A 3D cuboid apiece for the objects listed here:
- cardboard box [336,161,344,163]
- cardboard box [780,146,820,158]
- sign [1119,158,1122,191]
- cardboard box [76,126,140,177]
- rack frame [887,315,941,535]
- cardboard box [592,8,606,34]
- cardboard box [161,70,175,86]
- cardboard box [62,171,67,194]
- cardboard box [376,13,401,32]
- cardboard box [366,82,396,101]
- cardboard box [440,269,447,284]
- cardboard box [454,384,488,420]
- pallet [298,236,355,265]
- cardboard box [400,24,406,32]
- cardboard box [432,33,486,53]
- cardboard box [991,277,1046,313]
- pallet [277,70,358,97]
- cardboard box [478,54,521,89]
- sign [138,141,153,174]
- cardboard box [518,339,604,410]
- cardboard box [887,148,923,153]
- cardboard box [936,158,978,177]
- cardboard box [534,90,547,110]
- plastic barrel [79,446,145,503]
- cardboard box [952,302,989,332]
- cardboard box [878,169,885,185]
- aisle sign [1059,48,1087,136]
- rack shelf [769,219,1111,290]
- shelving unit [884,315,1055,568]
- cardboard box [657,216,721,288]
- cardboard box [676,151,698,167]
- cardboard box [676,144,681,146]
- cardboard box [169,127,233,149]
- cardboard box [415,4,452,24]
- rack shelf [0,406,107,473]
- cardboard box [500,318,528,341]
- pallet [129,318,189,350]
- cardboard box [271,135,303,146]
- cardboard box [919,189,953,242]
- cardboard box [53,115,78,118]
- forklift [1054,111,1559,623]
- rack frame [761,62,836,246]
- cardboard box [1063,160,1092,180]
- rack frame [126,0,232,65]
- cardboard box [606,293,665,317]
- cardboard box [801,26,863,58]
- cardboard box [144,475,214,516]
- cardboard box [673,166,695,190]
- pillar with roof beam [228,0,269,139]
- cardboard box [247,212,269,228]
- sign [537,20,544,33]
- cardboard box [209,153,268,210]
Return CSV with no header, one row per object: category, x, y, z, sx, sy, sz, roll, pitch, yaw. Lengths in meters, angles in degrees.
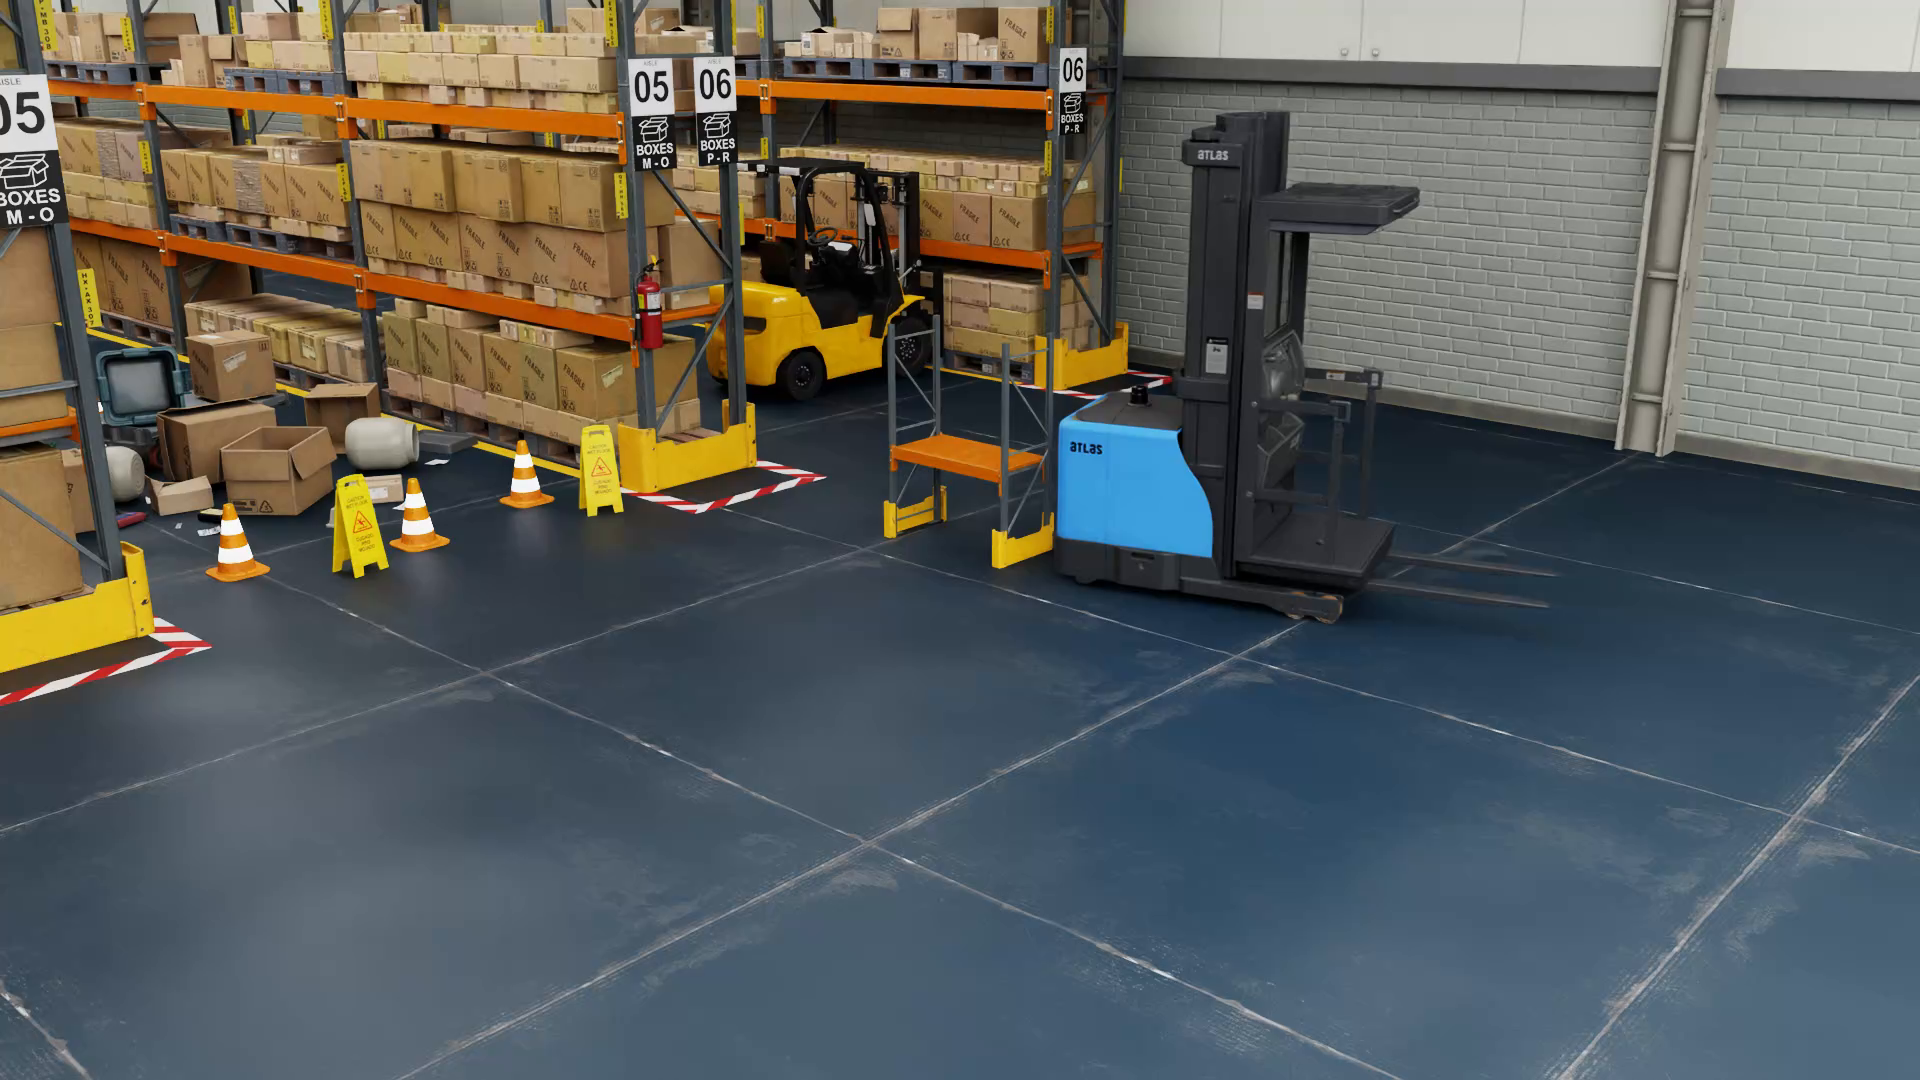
cardboard box,-5.614,-3.383,15.961,0.500,0.500,0.500,15,23,39
cardboard box,-1.745,-4.225,18.237,0.250,0.149,0.380,16,23,40
sign,1.578,-3.629,16.527,0.005,0.325,0.100,15,23,39
cardboard box,-9.387,-4.308,18.410,0.500,0.500,0.500,15,23,39
rack frame,-0.316,-0.800,11.652,0.032,1.500,0.500,15,23,39
cardboard box,-3.955,-6.107,19.912,0.500,0.500,0.700,14,23,38
cardboard box,-7.948,-4.745,17.062,0.250,0.149,0.380,15,23,39
cardboard box,-10.152,-4.149,19.148,0.500,0.250,0.500,15,23,40
cardboard box,-5.629,-4.836,15.661,0.500,0.250,0.500,14,23,38
cardboard box,-4.851,-3.860,14.272,0.250,0.149,0.380,15,23,39
cardboard box,-4.232,-2.289,14.281,0.250,0.149,0.380,15,23,39
cardboard box,-4.011,-1.233,14.391,0.500,0.250,0.500,15,23,39
pallet,-5.554,-2.829,15.884,1.213,0.211,1.003,15,23,39
cardboard box,-7.430,-6.906,22.520,0.250,0.149,0.380,14,23,38
cardboard box,-4.049,-4.038,13.514,0.250,0.149,0.380,15,23,38
cardboard box,0.653,-2.443,16.548,0.500,0.250,0.500,16,24,41
pallet,-5.470,-4.222,15.309,1.003,0.211,1.213,15,23,39
cardboard box,-3.415,-3.677,13.036,0.500,0.250,0.500,16,24,41
sign,-8.436,-3.963,17.225,0.005,0.325,0.100,15,23,39
cardboard box,-3.252,-1.384,13.624,0.500,0.500,0.500,16,24,41
cardboard box,-0.571,-4.158,18.025,0.250,0.149,0.380,15,23,38
cardboard box,-0.027,-3.760,16.772,0.250,0.149,0.380,16,23,41
cardboard box,-3.069,-3.419,12.881,0.250,0.149,0.380,15,23,40
plastic barrel,-6.422,-0.485,12.440,0.512,0.421,0.421,-3,18,-8
cardboard box,0.265,-2.313,16.965,0.500,0.250,0.500,15,23,39
cardboard box,-0.785,-3.827,17.476,0.250,0.149,0.380,14,22,38
aisle sign,1.059,-4.214,15.633,0.004,0.787,0.394,15,23,39
rack shelf,-0.291,-3.113,17.652,4.000,0.370,1.077,15,23,39
shelving unit,0.057,-0.700,11.337,1.083,1.500,0.587,15,23,39
cardboard box,-2.257,-2.278,13.174,0.500,0.500,0.500,15,23,38
cardboard box,-3.165,-4.483,19.540,0.250,0.149,0.380,15,23,40
cardboard box,-3.604,-4.802,20.545,0.250,0.149,0.380,15,23,39
cardboard box,-8.277,-4.216,18.118,0.500,0.500,0.500,14,22,37
cardboard box,-7.276,-7.270,22.979,0.258,0.266,0.396,15,23,39
rack shelf,-6.793,-0.849,10.518,4.000,0.370,1.077,15,23,39
cardboard box,-3.560,-1.752,13.712,0.250,0.149,0.380,16,24,42
pallet,-8.610,-2.383,18.772,1.213,0.211,1.003,15,23,39
cardboard box,-10.224,-6.084,25.580,0.500,0.250,0.500,15,23,40
cardboard box,-0.103,-3.351,17.045,0.500,0.500,0.500,14,23,38
cardboard box,-11.258,-5.015,20.636,0.500,0.500,0.500,15,23,40
forklift,2.170,-1.077,10.159,3.031,2.935,1.130,8,19,23
rack frame,-1.787,-3.858,18.808,0.127,3.000,1.000,15,23,39
cardboard box,1.096,-3.669,16.484,0.250,0.149,0.380,14,23,38
rack frame,-8.071,-6.397,16.891,0.127,3.000,1.000,15,23,39
cardboard box,-2.509,-1.838,12.859,0.250,0.149,0.380,16,24,41
cardboard box,-1.326,-5.271,17.589,0.500,0.311,0.500,16,23,40
cardboard box,-5.781,-0.362,12.314,0.396,0.266,0.258,-13,22,-36
cardboard box,-3.092,-4.271,19.532,0.500,0.250,0.500,16,23,40
pillar with roof beam,-15.038,-8.898,24.772,0.400,9.000,9.100,15,23,39
cardboard box,-6.774,-3.175,16.377,0.250,0.149,0.380,16,24,41
sign,-5.140,-6.215,20.422,0.005,0.325,0.100,15,23,39
cardboard box,-7.092,-3.576,16.569,0.500,0.500,0.500,16,23,40
